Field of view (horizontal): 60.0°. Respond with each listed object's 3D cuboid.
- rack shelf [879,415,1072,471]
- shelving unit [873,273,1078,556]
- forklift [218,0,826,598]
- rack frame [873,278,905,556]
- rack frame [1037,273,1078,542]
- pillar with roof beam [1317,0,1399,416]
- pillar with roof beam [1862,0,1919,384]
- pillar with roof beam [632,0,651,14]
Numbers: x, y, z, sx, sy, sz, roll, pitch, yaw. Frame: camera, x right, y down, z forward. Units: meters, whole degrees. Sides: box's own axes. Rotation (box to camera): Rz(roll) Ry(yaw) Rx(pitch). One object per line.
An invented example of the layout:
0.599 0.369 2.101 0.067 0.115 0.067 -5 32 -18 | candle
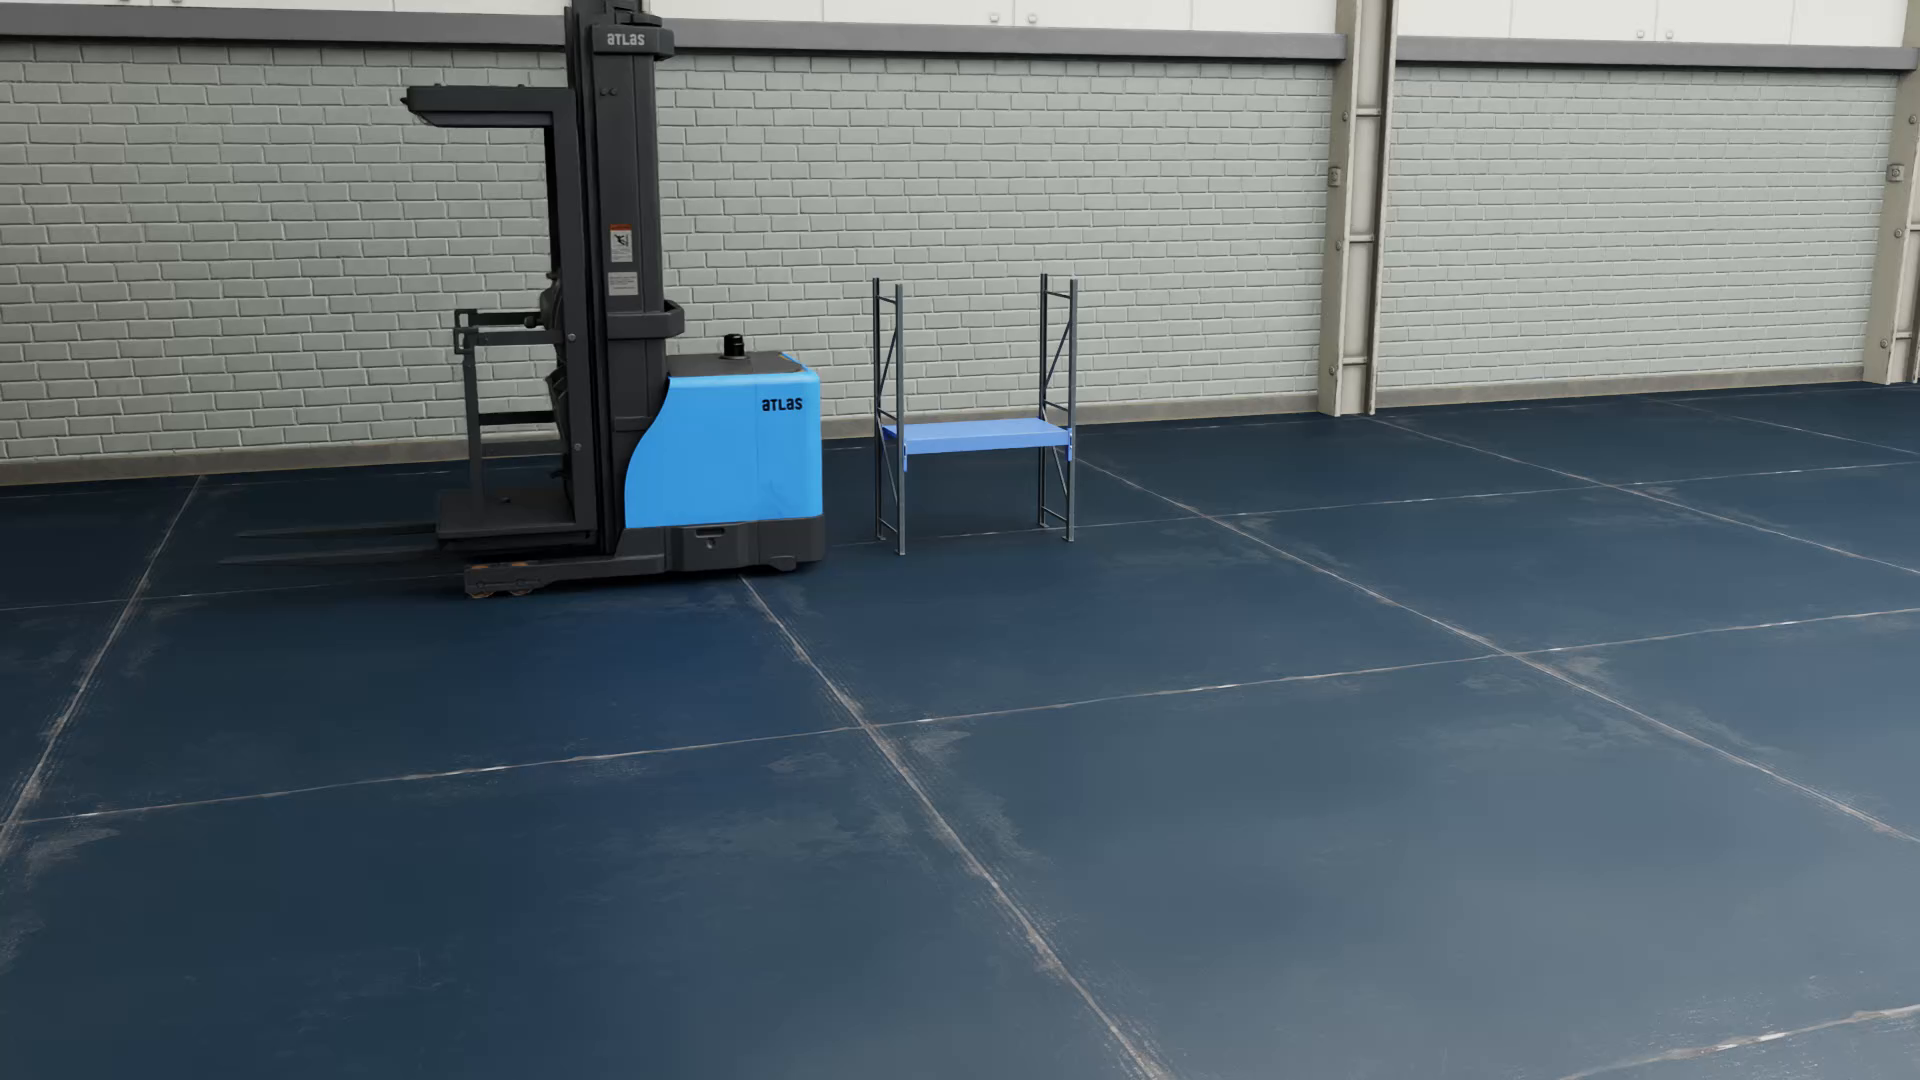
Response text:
0.081 -0.561 9.537 1.000 0.185 0.538 -4 14 -18 | rack shelf
0.081 -0.736 9.496 1.048 1.500 0.538 -4 14 -18 | shelving unit
-2.297 -1.267 8.636 3.031 2.935 1.130 -4 14 -16 | forklift
-0.401 -0.698 9.338 0.032 1.500 0.500 -4 14 -18 | rack frame
0.563 -0.773 9.653 0.032 1.500 0.500 -4 14 -18 | rack frame
4.671 -4.525 9.220 0.400 9.000 9.100 -4 14 -18 | pillar with roof beam
10.358 -4.968 11.081 0.400 9.000 9.100 -4 14 -18 | pillar with roof beam
-1.015 -4.082 7.358 0.400 9.000 9.100 -4 14 -18 | pillar with roof beam
